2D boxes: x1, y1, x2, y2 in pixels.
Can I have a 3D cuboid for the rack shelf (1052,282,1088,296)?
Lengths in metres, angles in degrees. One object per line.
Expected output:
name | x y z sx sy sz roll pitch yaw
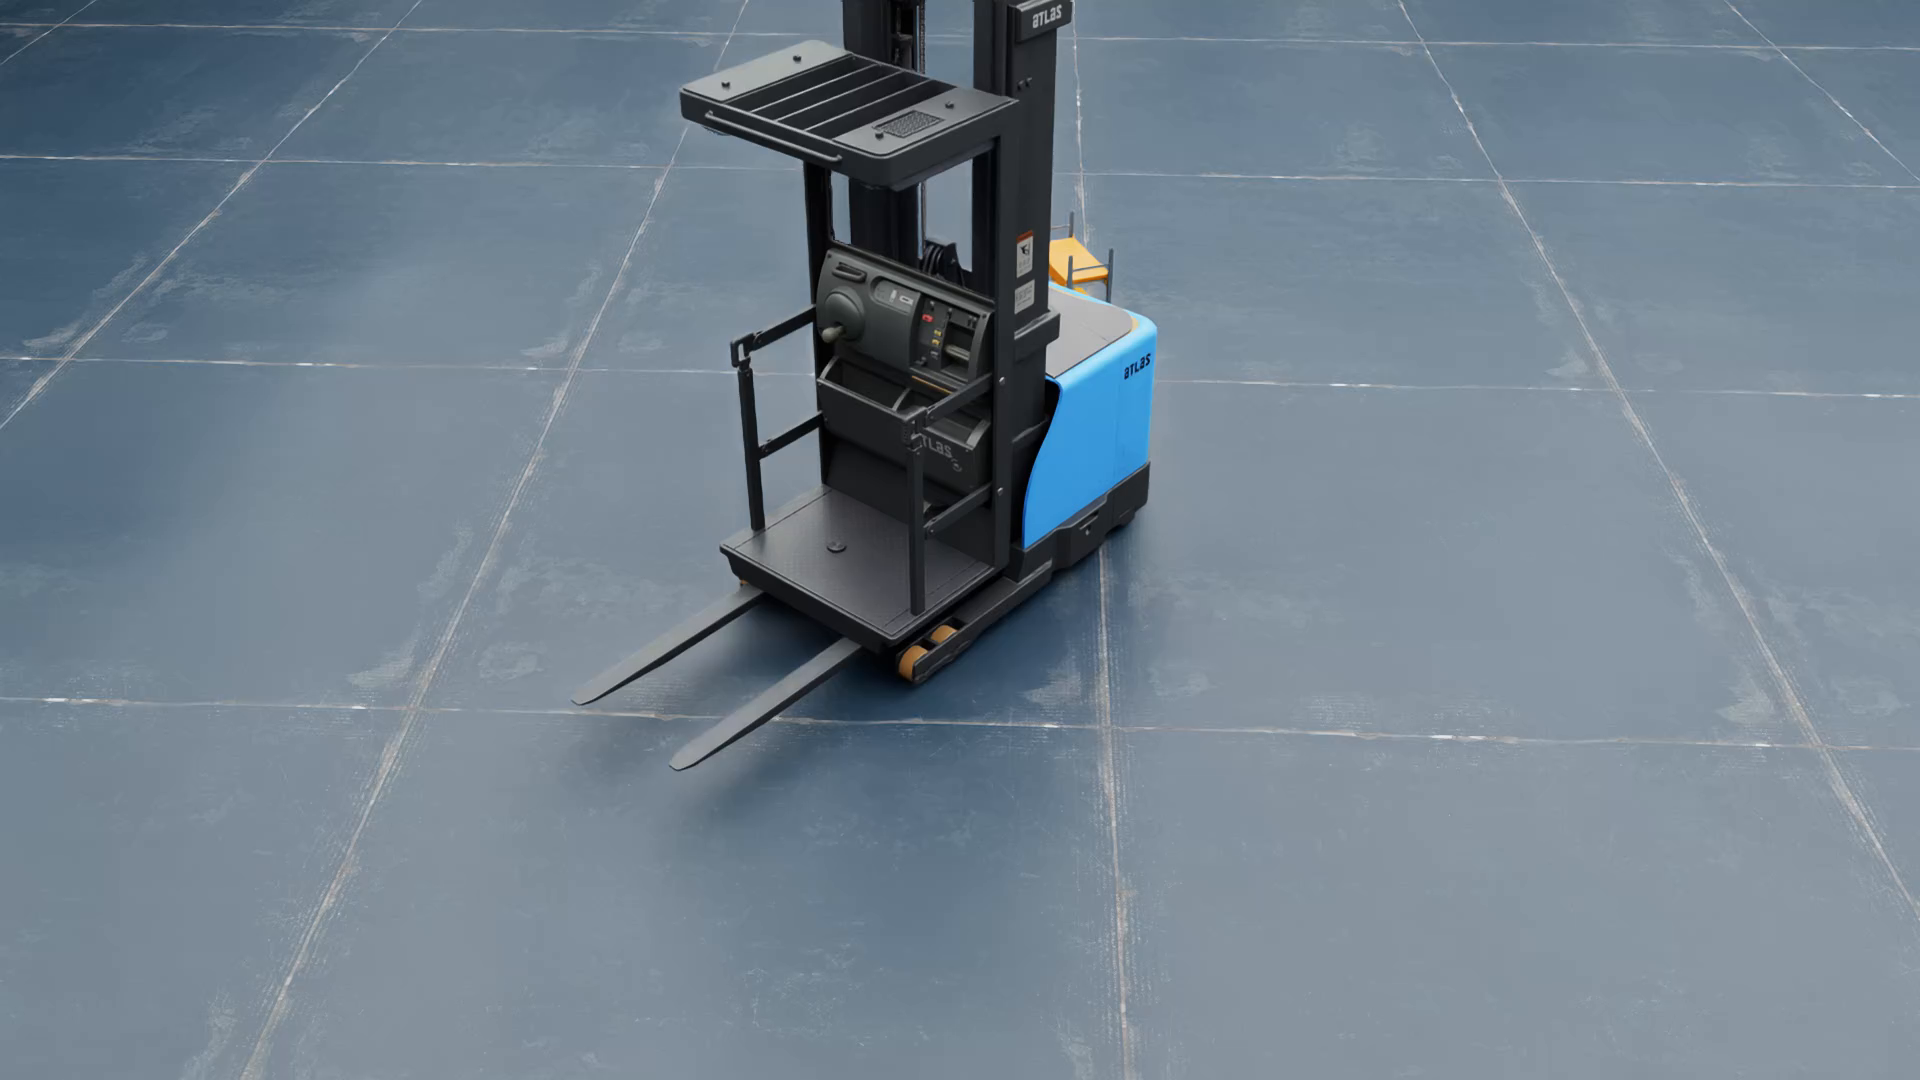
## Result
rack shelf | 0.560 -1.182 8.616 0.258 0.148 0.480 -12 37 -17

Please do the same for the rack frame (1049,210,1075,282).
rack frame | 0.476 -1.186 8.893 0.240 1.200 0.015 -12 37 -17

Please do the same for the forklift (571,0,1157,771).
forklift | -0.388 -0.892 6.970 1.130 2.935 3.031 26 43 32

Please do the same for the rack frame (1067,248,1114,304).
rack frame | 0.645 -0.923 8.518 0.240 1.200 0.015 -12 37 -17

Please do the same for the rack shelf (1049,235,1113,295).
rack shelf | 0.561 -1.376 8.480 0.258 0.148 0.480 -12 37 -17

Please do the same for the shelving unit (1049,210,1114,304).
shelving unit | 0.560 -1.054 8.706 0.258 1.200 0.503 -12 37 -17
